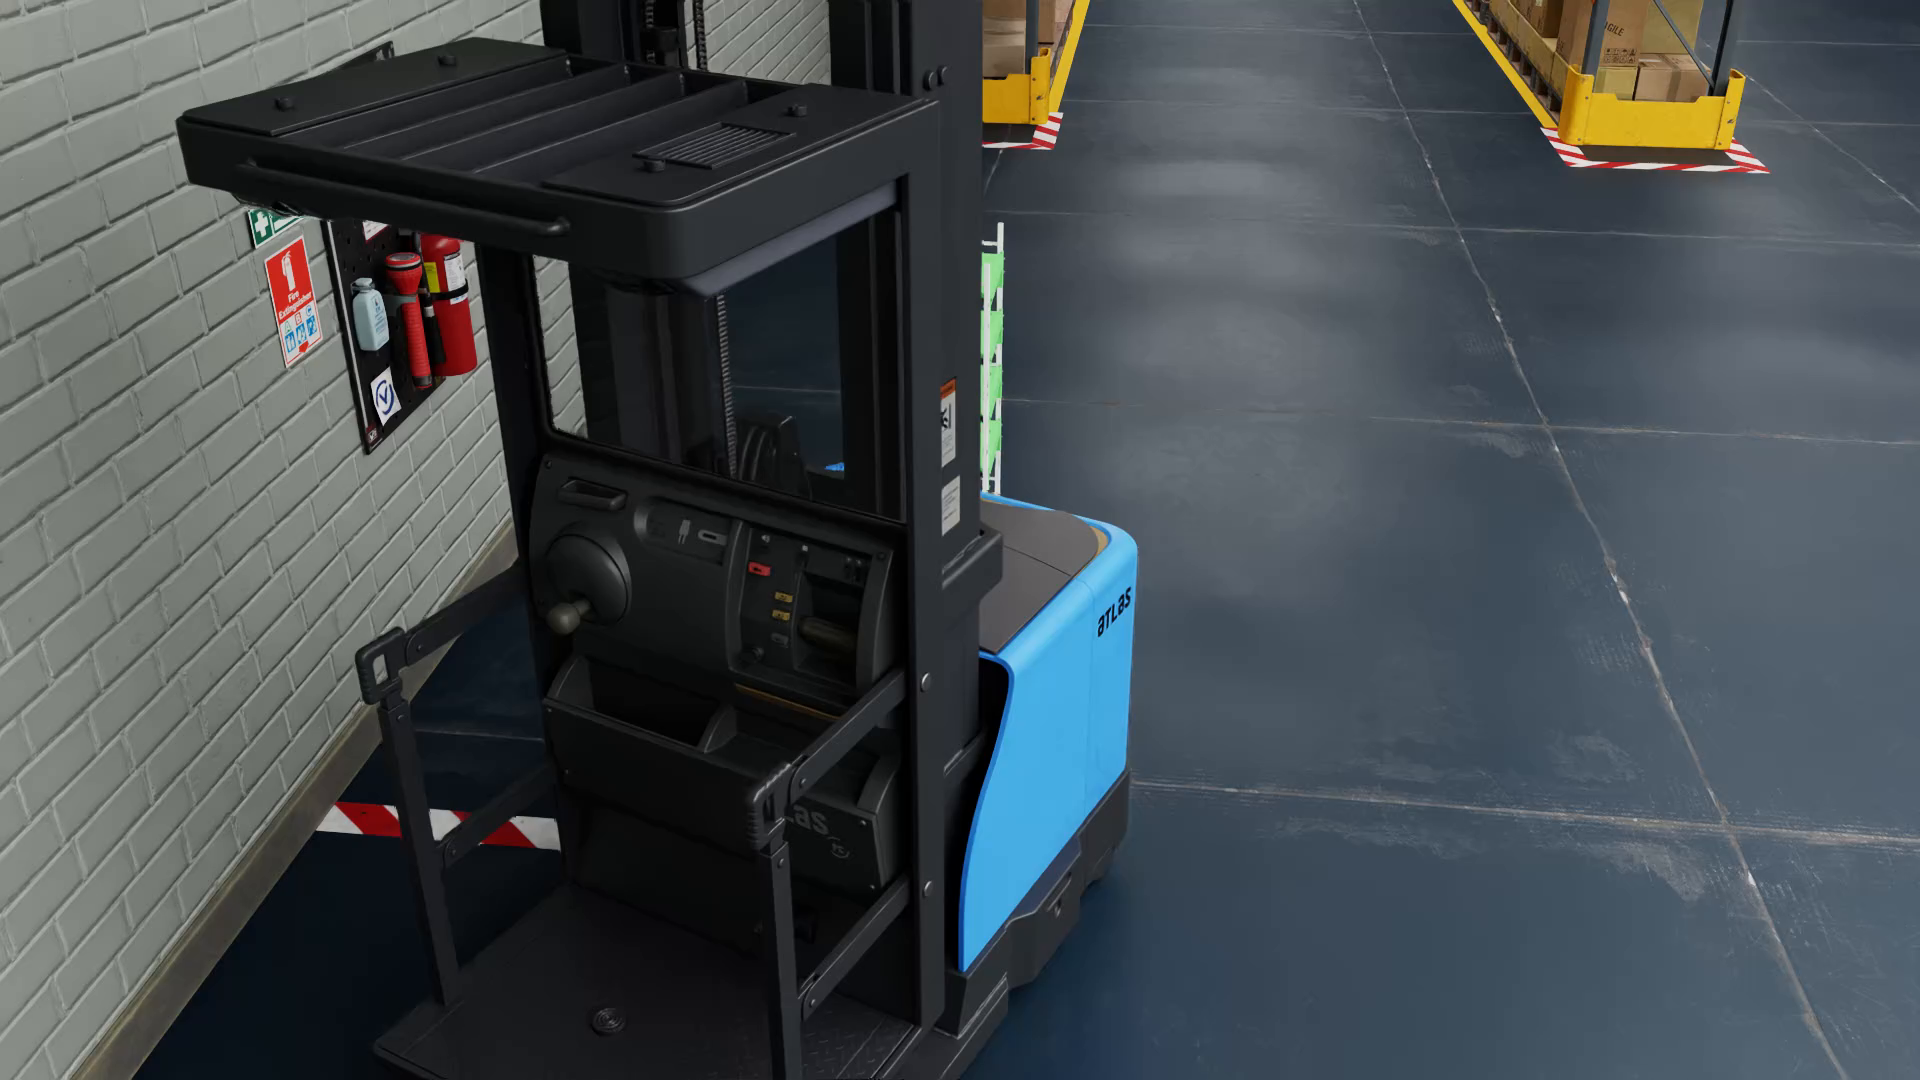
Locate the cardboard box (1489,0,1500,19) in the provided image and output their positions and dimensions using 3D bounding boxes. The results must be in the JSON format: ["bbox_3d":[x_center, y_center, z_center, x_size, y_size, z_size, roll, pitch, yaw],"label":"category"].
[{"bbox_3d":[5.131,-4.910,15.157,0.500,0.250,0.500,3,28,6],"label":"cardboard box"}]

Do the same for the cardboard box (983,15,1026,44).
[{"bbox_3d":[0.326,-4.138,13.639,0.500,0.311,0.500,6,29,10],"label":"cardboard box"}]

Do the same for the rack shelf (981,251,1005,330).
[{"bbox_3d":[0.020,-0.972,6.413,0.258,0.148,0.480,3,28,6],"label":"rack shelf"}]

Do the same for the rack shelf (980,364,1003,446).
[{"bbox_3d":[0.020,-0.550,6.640,0.258,0.148,0.480,3,28,6],"label":"rack shelf"}]

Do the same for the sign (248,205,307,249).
[{"bbox_3d":[-1.927,-0.930,4.717,0.001,0.109,0.331,3,28,6],"label":"sign"}]

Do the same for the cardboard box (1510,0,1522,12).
[{"bbox_3d":[4.999,-4.770,14.106,0.500,0.500,0.500,3,28,6],"label":"cardboard box"}]

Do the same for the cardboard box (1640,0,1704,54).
[{"bbox_3d":[5.345,-4.033,12.738,0.500,0.500,0.500,3,28,6],"label":"cardboard box"}]

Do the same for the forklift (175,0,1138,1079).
[{"bbox_3d":[-0.658,0.123,3.432,1.130,2.935,3.031,15,32,25],"label":"forklift"}]

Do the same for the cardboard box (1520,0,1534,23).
[{"bbox_3d":[4.940,-4.534,13.669,0.500,0.500,0.500,3,28,6],"label":"cardboard box"}]

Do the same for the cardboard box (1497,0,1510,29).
[{"bbox_3d":[5.065,-4.675,14.720,0.500,0.250,0.500,3,28,6],"label":"cardboard box"}]

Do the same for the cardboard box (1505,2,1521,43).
[{"bbox_3d":[4.999,-4.439,14.284,0.500,0.250,0.500,3,28,6],"label":"cardboard box"}]

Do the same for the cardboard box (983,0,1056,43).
[{"bbox_3d":[0.466,-4.564,14.230,0.700,0.500,0.500,2,28,3],"label":"cardboard box"}]

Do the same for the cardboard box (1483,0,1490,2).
[{"bbox_3d":[5.252,-5.322,15.923,0.500,0.250,0.500,3,28,6],"label":"cardboard box"}]

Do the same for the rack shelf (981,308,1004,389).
[{"bbox_3d":[0.020,-0.761,6.527,0.258,0.148,0.480,3,28,6],"label":"rack shelf"}]

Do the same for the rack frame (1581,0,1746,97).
[{"bbox_3d":[4.999,-4.253,11.482,1.000,3.000,0.127,3,28,6],"label":"rack frame"}]

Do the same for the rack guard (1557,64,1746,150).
[{"bbox_3d":[4.996,-3.141,12.054,1.175,0.500,0.348,3,28,6],"label":"rack guard"}]

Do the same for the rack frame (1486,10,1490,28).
[{"bbox_3d":[5.489,-6.136,14.977,1.000,3.000,0.127,3,28,6],"label":"rack frame"}]

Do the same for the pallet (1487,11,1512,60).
[{"bbox_3d":[5.350,-4.536,14.948,1.003,0.211,1.213,3,28,6],"label":"pallet"}]

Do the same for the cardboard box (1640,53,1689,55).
[{"bbox_3d":[5.343,-3.702,12.916,0.500,0.250,0.500,3,28,6],"label":"cardboard box"}]

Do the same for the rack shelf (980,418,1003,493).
[{"bbox_3d":[0.020,-0.339,6.754,0.258,0.148,0.480,3,28,6],"label":"rack shelf"}]

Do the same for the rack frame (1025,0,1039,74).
[{"bbox_3d":[0.082,-4.539,12.013,1.000,3.000,0.127,3,28,6],"label":"rack frame"}]

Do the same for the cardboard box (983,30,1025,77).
[{"bbox_3d":[0.256,-3.870,13.141,0.500,0.311,0.500,0,28,0],"label":"cardboard box"}]

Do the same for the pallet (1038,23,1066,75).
[{"bbox_3d":[0.378,-4.300,14.510,1.003,0.211,1.213,3,28,6],"label":"pallet"}]

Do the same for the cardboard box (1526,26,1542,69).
[{"bbox_3d":[4.880,-3.969,13.410,0.500,0.250,0.500,3,28,6],"label":"cardboard box"}]

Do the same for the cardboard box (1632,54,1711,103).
[{"bbox_3d":[5.285,-3.467,12.479,0.500,0.250,0.500,3,28,6],"label":"cardboard box"}]

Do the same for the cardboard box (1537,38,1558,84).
[{"bbox_3d":[4.821,-3.733,12.973,0.500,0.250,0.500,3,28,6],"label":"cardboard box"}]

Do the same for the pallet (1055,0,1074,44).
[{"bbox_3d":[0.525,-4.876,15.579,1.003,0.211,1.213,3,28,6],"label":"pallet"}]

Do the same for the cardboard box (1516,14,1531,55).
[{"bbox_3d":[4.943,-4.204,13.847,0.500,0.250,0.500,3,28,6],"label":"cardboard box"}]

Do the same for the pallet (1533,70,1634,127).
[{"bbox_3d":[5.051,-3.388,12.816,1.003,0.211,1.213,3,28,6],"label":"pallet"}]

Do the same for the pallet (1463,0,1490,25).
[{"bbox_3d":[5.541,-5.257,16.286,1.003,0.211,1.213,3,28,6],"label":"pallet"}]

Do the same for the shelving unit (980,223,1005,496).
[{"bbox_3d":[0.020,-0.606,6.610,0.258,1.200,0.503,3,28,6],"label":"shelving unit"}]

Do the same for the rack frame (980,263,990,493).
[{"bbox_3d":[-0.010,-0.491,6.397,0.240,1.200,0.015,3,28,6],"label":"rack frame"}]

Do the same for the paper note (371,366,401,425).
[{"bbox_3d":[-1.857,-0.466,5.382,0.016,0.148,0.142,3,28,6],"label":"paper note"}]

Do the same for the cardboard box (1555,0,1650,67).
[{"bbox_3d":[4.769,-3.827,12.357,0.500,0.500,0.500,3,28,6],"label":"cardboard box"}]

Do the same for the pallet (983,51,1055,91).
[{"bbox_3d":[0.226,-3.728,13.447,1.003,0.211,1.213,3,28,6],"label":"pallet"}]

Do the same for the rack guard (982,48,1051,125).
[{"bbox_3d":[0.091,-3.474,12.672,1.175,0.500,0.348,3,28,6],"label":"rack guard"}]

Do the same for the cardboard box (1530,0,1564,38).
[{"bbox_3d":[4.877,-4.299,13.232,0.500,0.500,0.500,3,28,6],"label":"cardboard box"}]

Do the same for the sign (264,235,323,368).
[{"bbox_3d":[-1.937,-0.695,4.840,0.001,0.329,0.234,3,28,6],"label":"sign"}]

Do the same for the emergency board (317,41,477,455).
[{"bbox_3d":[-1.766,-0.934,5.320,0.194,1.169,0.643,3,28,6],"label":"emergency board"}]

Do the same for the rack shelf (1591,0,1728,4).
[{"bbox_3d":[5.244,-4.878,13.400,1.077,0.370,4.000,3,28,6],"label":"rack shelf"}]

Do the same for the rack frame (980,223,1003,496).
[{"bbox_3d":[0.050,-0.721,6.823,0.240,1.200,0.015,3,28,6],"label":"rack frame"}]

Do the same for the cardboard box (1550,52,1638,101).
[{"bbox_3d":[4.771,-3.497,12.535,0.500,0.250,0.500,3,28,6],"label":"cardboard box"}]

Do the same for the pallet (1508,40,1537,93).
[{"bbox_3d":[5.203,-3.961,13.879,1.003,0.211,1.213,3,28,6],"label":"pallet"}]
